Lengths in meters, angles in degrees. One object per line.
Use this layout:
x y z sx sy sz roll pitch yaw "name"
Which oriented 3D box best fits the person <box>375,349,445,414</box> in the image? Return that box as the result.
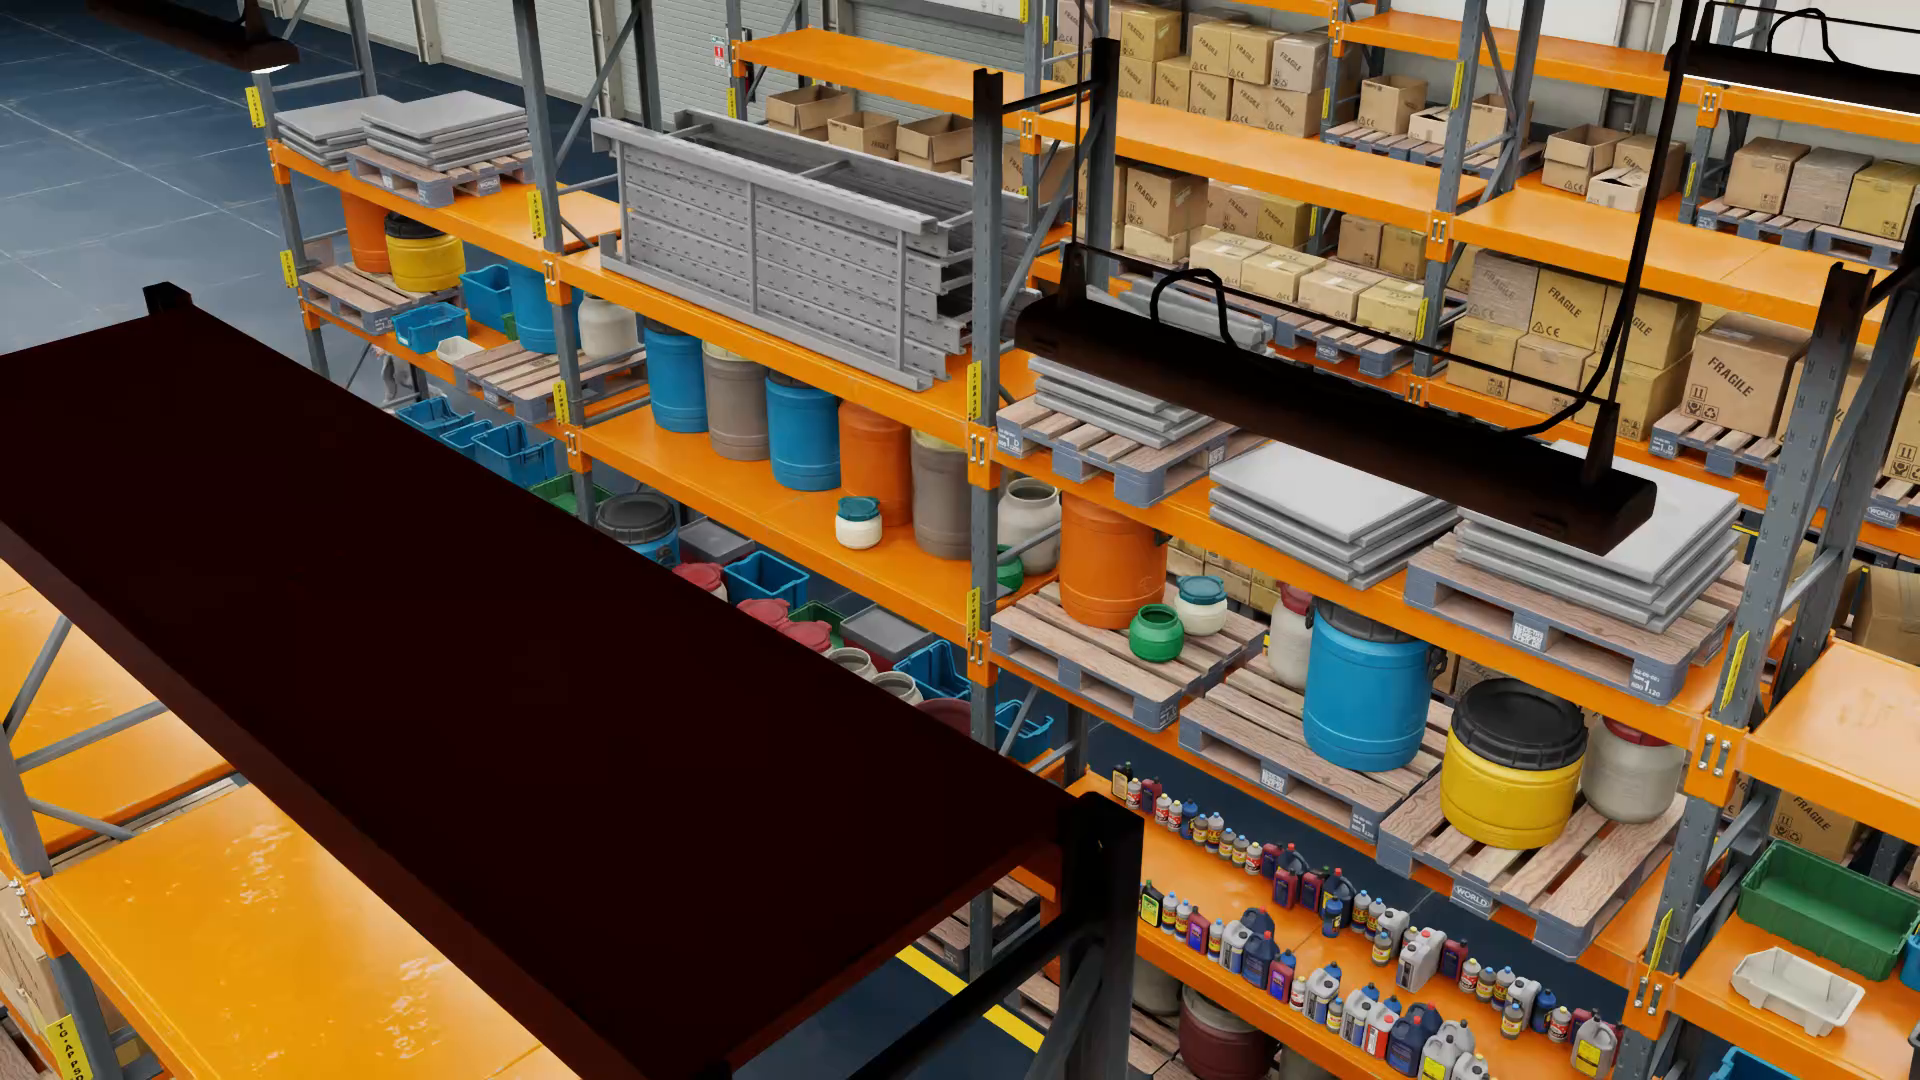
-6.194 -2.085 18.337 0.817 1.578 0.491 -12 32 -21 "person"
